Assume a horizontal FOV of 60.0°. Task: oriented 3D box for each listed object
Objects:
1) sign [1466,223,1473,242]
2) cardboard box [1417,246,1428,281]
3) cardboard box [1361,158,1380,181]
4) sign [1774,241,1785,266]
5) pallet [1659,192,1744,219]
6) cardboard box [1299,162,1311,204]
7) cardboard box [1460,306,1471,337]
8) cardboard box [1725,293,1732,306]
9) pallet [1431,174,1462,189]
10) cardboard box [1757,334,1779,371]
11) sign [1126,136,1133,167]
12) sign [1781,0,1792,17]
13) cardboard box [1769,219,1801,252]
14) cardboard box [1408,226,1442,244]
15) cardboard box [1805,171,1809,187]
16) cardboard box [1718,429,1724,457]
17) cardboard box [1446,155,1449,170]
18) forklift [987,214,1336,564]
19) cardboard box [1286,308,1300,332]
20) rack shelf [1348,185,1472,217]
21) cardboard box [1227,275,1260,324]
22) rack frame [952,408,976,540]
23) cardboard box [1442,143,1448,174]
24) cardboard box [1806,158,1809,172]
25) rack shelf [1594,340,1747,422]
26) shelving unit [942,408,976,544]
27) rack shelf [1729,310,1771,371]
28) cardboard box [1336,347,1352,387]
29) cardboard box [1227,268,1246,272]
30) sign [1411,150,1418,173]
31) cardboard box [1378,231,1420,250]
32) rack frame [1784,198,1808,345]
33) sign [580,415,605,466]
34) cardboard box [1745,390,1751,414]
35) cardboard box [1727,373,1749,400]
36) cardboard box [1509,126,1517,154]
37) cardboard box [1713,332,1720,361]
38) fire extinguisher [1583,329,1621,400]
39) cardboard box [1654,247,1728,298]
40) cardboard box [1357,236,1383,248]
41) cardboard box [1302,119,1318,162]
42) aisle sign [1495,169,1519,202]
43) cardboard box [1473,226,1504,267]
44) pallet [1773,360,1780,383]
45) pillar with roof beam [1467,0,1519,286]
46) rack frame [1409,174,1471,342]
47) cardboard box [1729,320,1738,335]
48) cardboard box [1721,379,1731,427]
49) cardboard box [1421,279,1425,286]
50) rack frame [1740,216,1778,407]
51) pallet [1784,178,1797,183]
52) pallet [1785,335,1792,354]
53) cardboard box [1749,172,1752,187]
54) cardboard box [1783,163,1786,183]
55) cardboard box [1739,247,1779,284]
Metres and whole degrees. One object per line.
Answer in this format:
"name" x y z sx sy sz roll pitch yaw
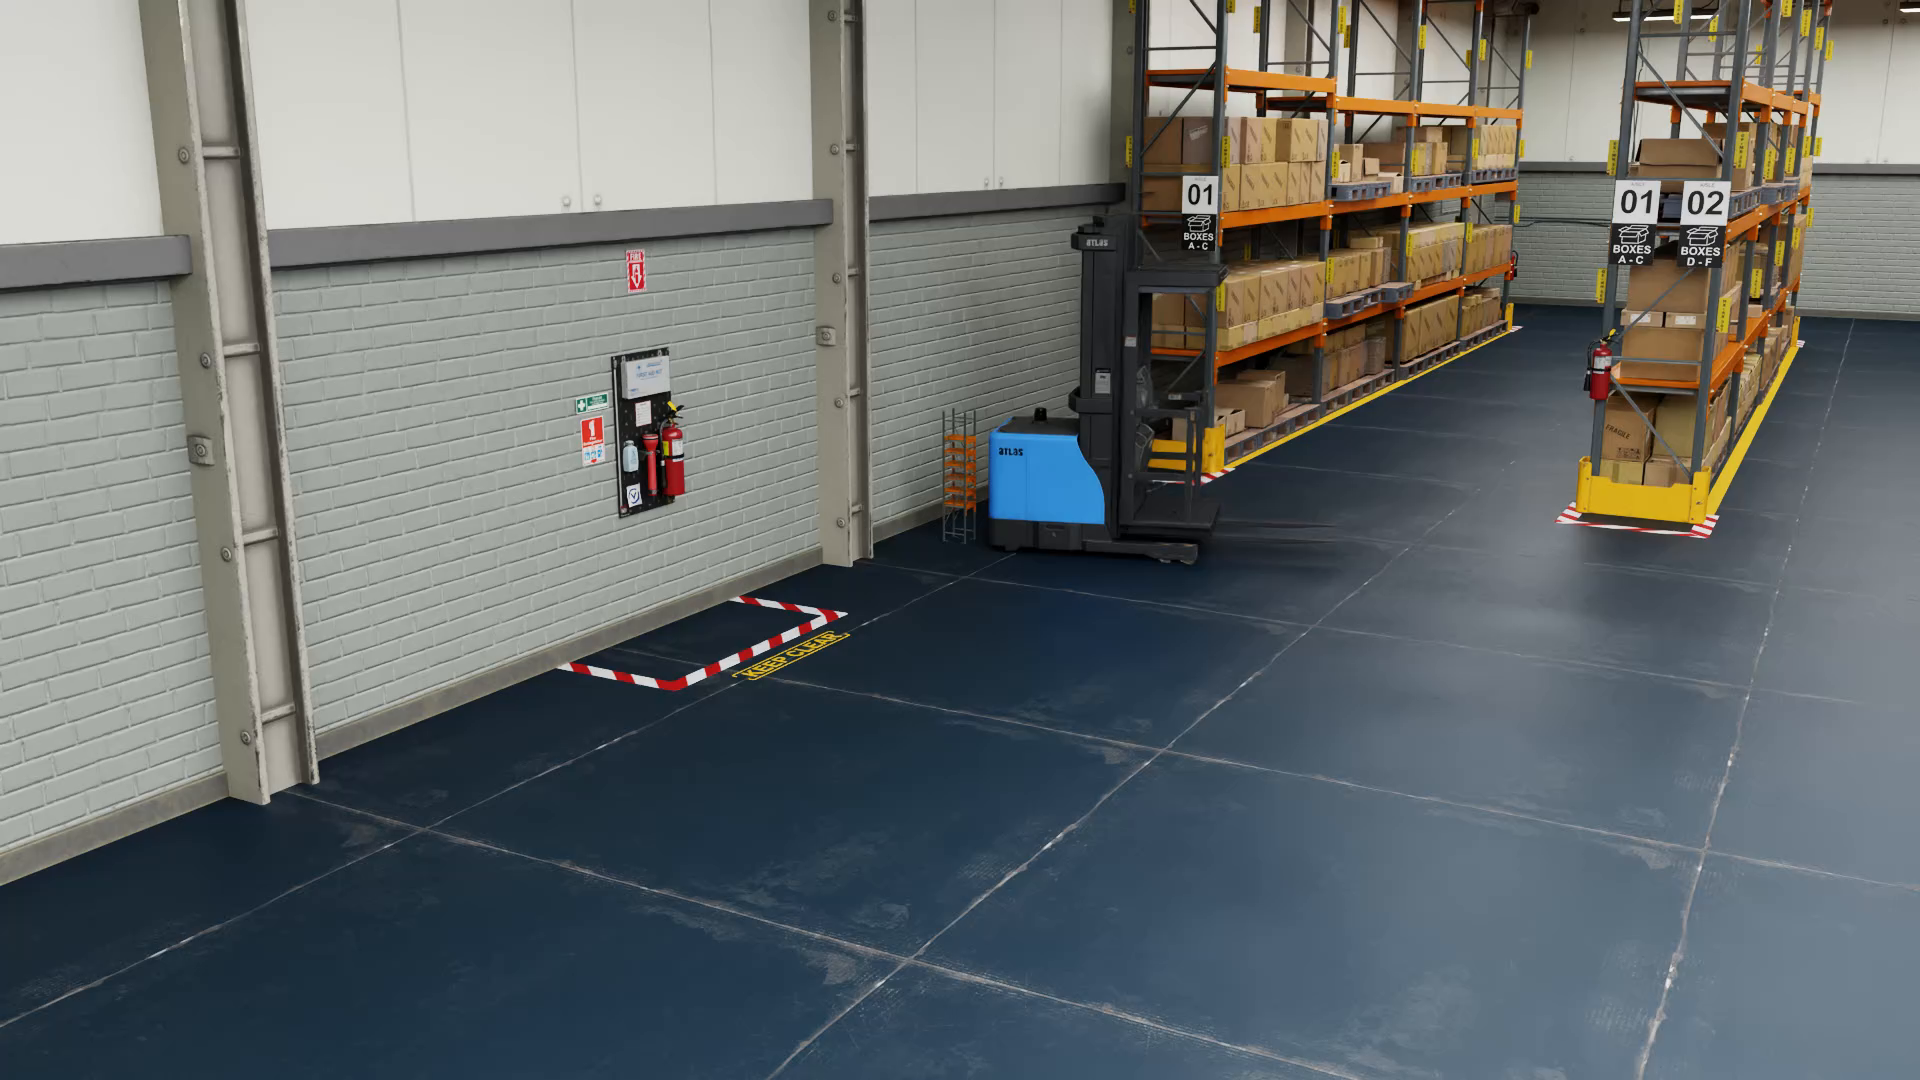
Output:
"sign" 8.611 -5.200 28.116 0.100 0.325 0.005 7 15 28
"cardboard box" 6.918 -4.294 25.771 0.500 0.500 0.500 8 16 30
"cardboard box" 5.490 -5.177 23.660 0.797 0.503 0.637 10 17 36
"sign" 11.023 -3.854 22.367 0.100 0.325 0.005 7 15 28
"pallet" 7.033 -3.270 16.201 1.003 0.211 1.213 7 15 28
"cardboard box" 3.981 -4.376 20.345 0.500 0.500 0.500 6 15 23
"cardboard box" 8.583 -3.866 29.321 0.700 0.500 0.500 8 16 29
"cardboard box" 8.165 -2.608 18.072 0.380 0.149 0.250 7 15 28
"pallet" 7.731 -5.906 27.357 0.805 0.209 1.217 7 15 26
"cardboard box" 11.993 -2.836 25.008 0.500 0.500 0.500 8 16 29
"sign" 1.854 -4.228 18.100 0.100 0.325 0.005 7 15 28
"sign" 9.076 -5.913 18.244 0.100 0.325 0.005 7 15 28
"cardboard box" 13.442 -4.985 27.181 0.500 0.500 0.500 7 15 26
"cardboard box" 7.382 -4.864 26.536 0.500 0.250 0.500 7 15 27
"cardboard box" 13.904 -6.040 27.822 0.500 0.250 0.500 7 15 28
"cardboard box" 8.090 -1.075 18.279 0.500 0.250 0.500 7 15 28
"cardboard box" 8.257 -6.540 28.787 0.500 0.250 0.500 8 15 29
"forklift" 1.812 -1.353 14.610 3.031 2.935 1.130 3 14 12
"cardboard box" 3.823 -2.693 20.296 0.500 0.250 0.500 7 15 28
"rack shelf" 7.165 -5.433 26.520 1.077 0.370 4.000 7 15 28
"cardboard box" 3.072 -2.738 18.886 0.500 0.500 0.500 7 15 28
"rack frame" 0.037 -0.599 15.175 0.240 1.200 0.006 7 15 28
"cardboard box" 7.610 -6.287 27.377 0.700 0.500 0.500 6 15 25
"cardboard box" 13.656 -6.181 27.341 0.500 0.250 0.500 7 15 28
"rack shelf" 7.635 -1.773 17.739 1.077 0.370 4.000 7 15 28
"shelving unit" -0.007 -0.580 15.097 0.258 1.200 0.189 7 15 28
"rack shelf" 9.569 -2.594 21.143 1.077 0.370 4.000 7 15 28
"cardboard box" 5.093 -2.457 23.436 0.700 0.500 0.500 8 15 29
"cardboard box" 3.114 -3.007 20.000 0.500 0.500 0.500 8 16 29
"sign" 6.672 -5.562 24.417 0.100 0.325 0.005 7 15 28
"cardboard box" 6.657 -4.551 25.238 0.500 0.250 0.500 8 16 29
"rack frame" 14.403 -4.995 29.569 1.000 3.000 0.127 7 15 28
"sign" -2.575 -0.696 11.662 0.001 0.329 0.234 7 15 28
"cardboard box" 9.757 -1.771 21.165 0.500 0.250 0.500 8 16 29
"cardboard box" 9.516 -1.938 20.663 0.500 0.311 0.500 7 15 26
"cardboard box" 9.950 -7.377 30.660 0.500 0.500 0.500 7 15 28
"cardboard box" 7.651 -2.173 17.651 0.700 0.500 0.500 8 16 30
"fire extinguisher" 6.205 -1.703 16.079 0.296 0.674 0.183 7 15 28
"cardboard box" 7.666 -2.812 17.531 0.700 0.500 0.500 7 15 28
"cardboard box" 6.057 -4.418 24.638 0.380 0.149 0.250 5 15 21
"cardboard box" 4.002 -4.848 20.171 0.500 0.500 0.500 8 16 31
"aisle sign" 10.363 -6.800 31.509 0.394 0.787 0.004 7 15 28
"cardboard box" 9.485 -5.445 30.795 0.980 0.700 0.700 7 15 28
"pallet" 12.110 -2.647 25.781 1.003 0.211 1.213 7 15 28
"pillar with roof beam" 14.382 -8.636 31.871 9.100 9.000 0.548 7 15 28
"rack frame" 8.131 -4.735 28.489 1.000 3.000 0.127 7 15 28
"cardboard box" 9.210 -2.569 20.044 0.380 0.149 0.250 7 15 28
"cardboard box" 8.318 -1.544 18.624 0.500 0.500 0.500 7 15 28
"cardboard box" 7.157 -4.110 26.392 0.380 0.149 0.250 8 16 29
"rack frame" 10.536 -3.354 22.761 1.000 3.000 0.127 7 15 28
"pallet" 11.594 -5.202 24.429 1.213 0.211 1.003 7 15 28
"pallet" 13.982 -3.460 29.152 1.003 0.211 1.213 7 15 28
"cardboard box" 8.258 -3.863 17.814 0.380 0.149 0.250 7 15 28
"cardboard box" 11.215 -5.165 23.661 0.910 0.500 0.500 7 15 28
"cardboard box" 11.670 -4.058 24.571 0.700 0.500 0.500 3 14 14
